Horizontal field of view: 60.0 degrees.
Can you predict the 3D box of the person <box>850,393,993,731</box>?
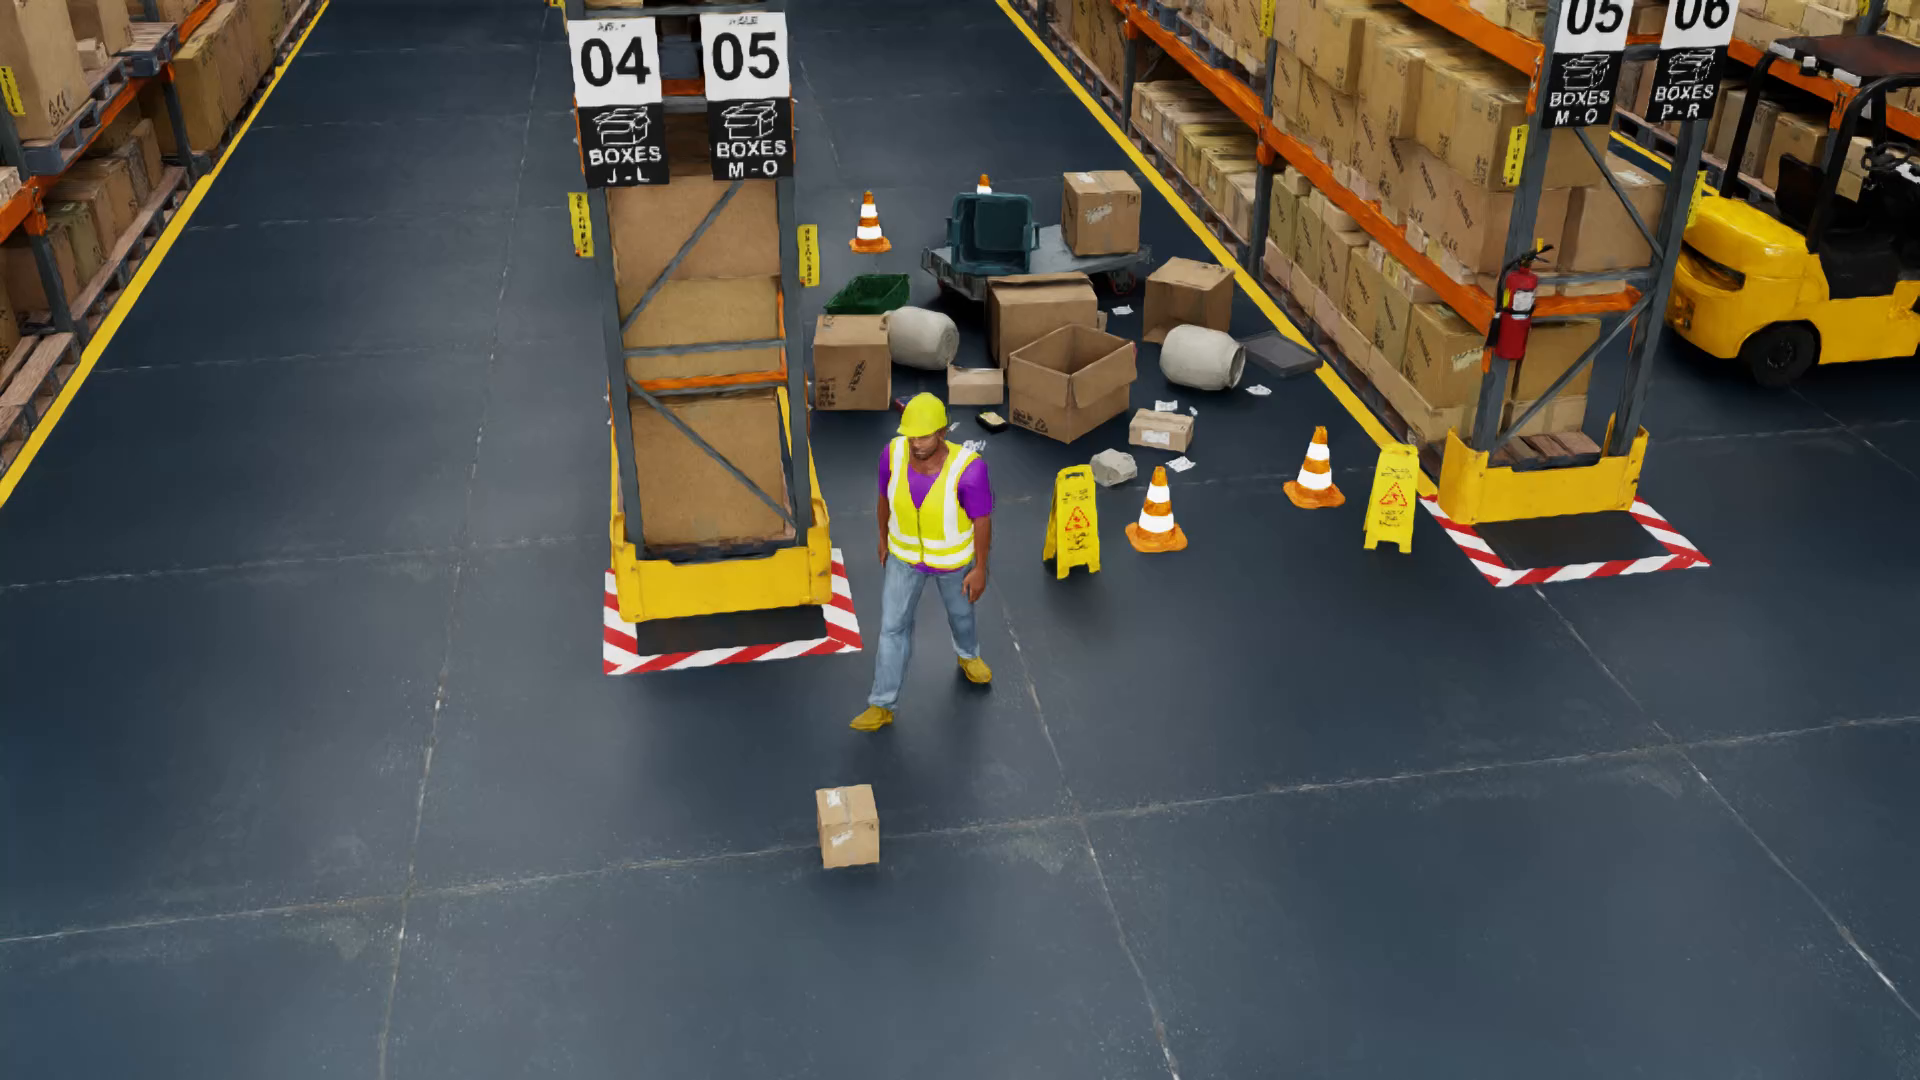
[{"bbox_3d":[-0.148,0.085,7.980,0.599,1.729,0.899,8,31,13],"label":"person"}]
